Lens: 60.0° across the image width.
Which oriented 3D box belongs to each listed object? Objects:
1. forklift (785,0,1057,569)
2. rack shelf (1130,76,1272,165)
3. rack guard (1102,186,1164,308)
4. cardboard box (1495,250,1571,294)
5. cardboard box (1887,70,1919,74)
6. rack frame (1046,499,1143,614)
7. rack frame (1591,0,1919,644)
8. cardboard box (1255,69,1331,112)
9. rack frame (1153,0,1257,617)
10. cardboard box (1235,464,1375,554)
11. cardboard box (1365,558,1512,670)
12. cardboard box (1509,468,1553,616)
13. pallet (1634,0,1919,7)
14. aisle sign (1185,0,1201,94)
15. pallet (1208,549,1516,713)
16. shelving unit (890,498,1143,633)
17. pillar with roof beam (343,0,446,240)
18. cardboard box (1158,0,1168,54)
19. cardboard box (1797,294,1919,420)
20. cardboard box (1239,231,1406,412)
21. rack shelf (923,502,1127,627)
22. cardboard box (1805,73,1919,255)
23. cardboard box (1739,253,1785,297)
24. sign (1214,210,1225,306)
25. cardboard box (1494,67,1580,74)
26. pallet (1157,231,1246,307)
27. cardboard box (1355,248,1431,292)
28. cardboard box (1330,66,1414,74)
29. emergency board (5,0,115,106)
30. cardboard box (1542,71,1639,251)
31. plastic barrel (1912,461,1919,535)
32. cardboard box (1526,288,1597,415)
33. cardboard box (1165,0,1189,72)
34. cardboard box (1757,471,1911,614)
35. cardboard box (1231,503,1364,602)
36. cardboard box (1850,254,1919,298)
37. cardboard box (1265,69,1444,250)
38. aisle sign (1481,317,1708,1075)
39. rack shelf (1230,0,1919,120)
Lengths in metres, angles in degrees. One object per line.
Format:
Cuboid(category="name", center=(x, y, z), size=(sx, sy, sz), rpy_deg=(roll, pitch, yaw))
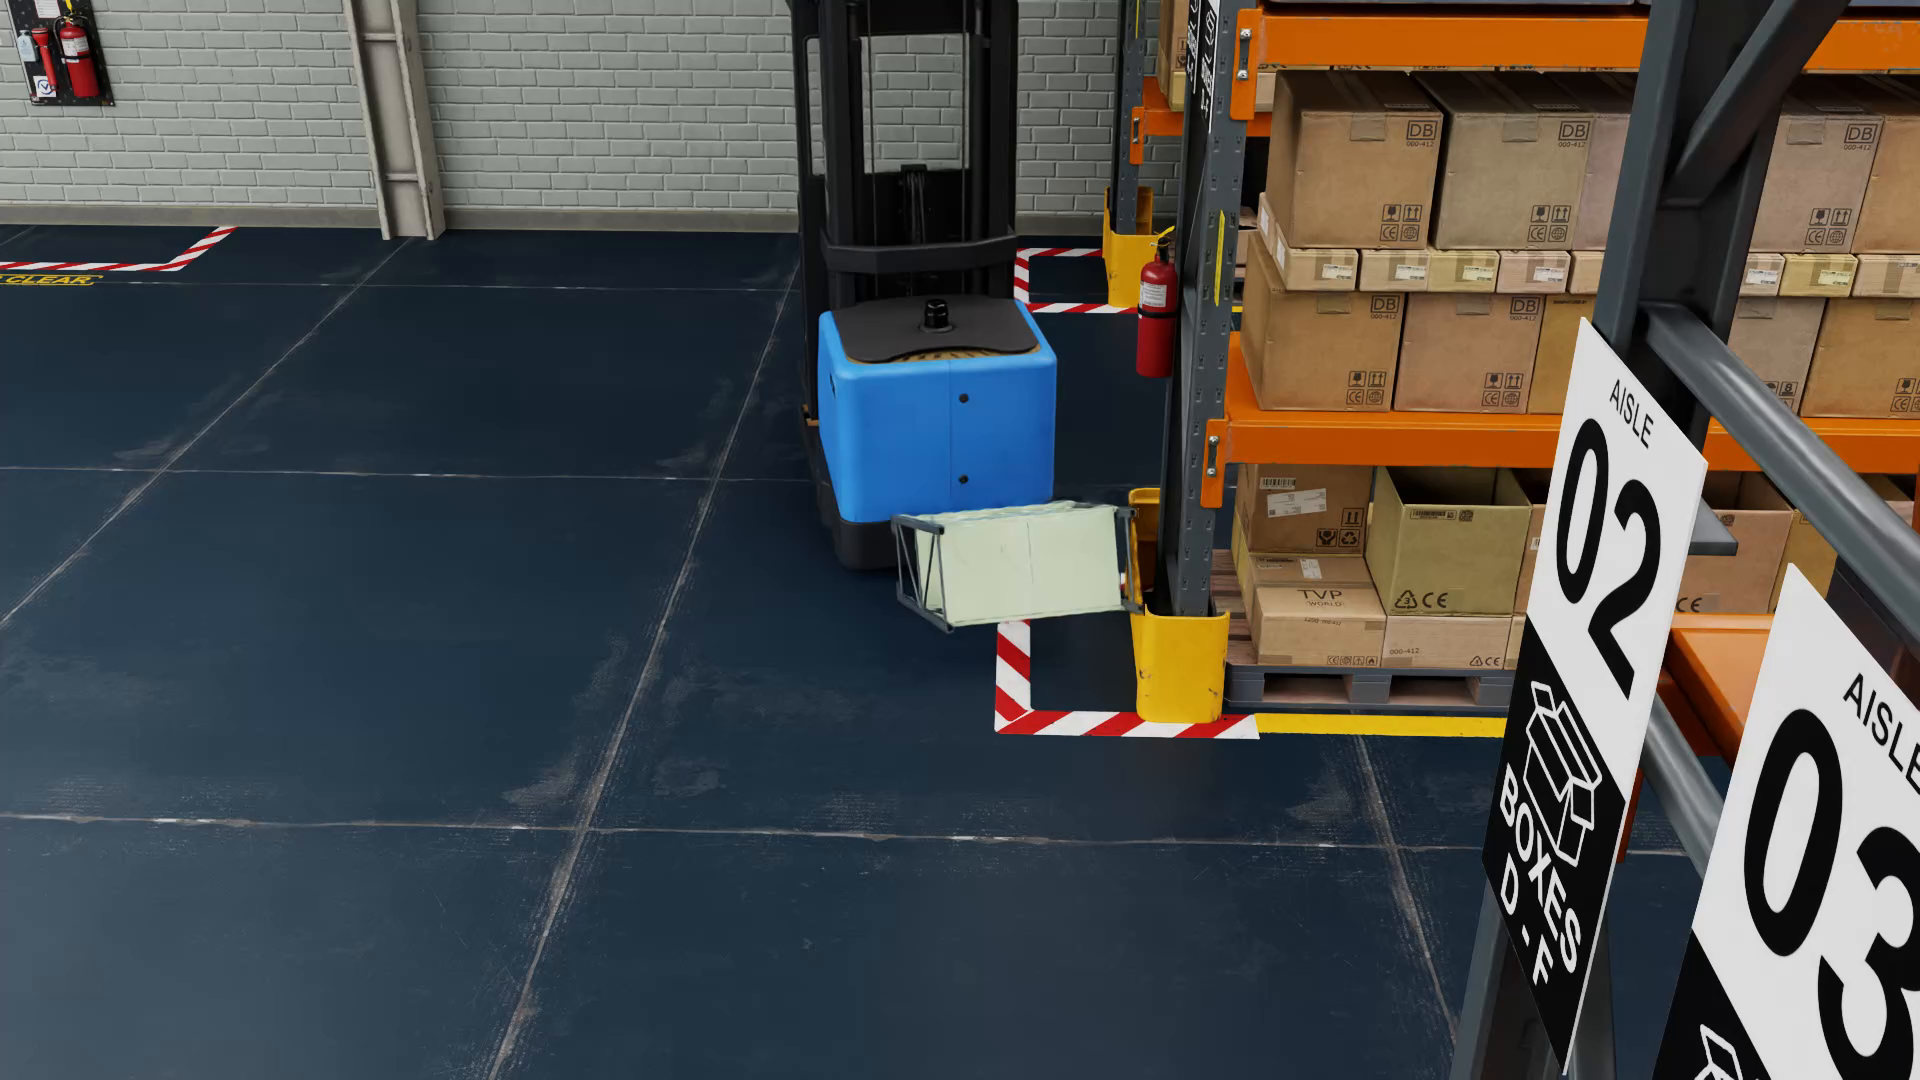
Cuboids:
Cuboid(category="forklift", center=(-0.306, -1.826, 8.566), size=(1.130, 2.935, 3.031), rpy_deg=(-5, 28, -9))
Cuboid(category="rack shelf", center=(3.120, -2.814, 11.124), size=(4.000, 0.370, 1.077), rpy_deg=(1, 28, 2))
Cuboid(category="rack guard", center=(1.198, -2.059, 11.601), size=(0.348, 0.500, 1.175), rpy_deg=(1, 28, 2))
Cuboid(category="cardboard box", center=(2.100, -1.057, 6.241), size=(0.250, 0.149, 0.380), rpy_deg=(1, 28, 1))
Cuboid(category="cardboard box", center=(6.185, -3.301, 10.697), size=(0.500, 0.500, 0.700), rpy_deg=(4, 28, 7))
Cuboid(category="rack frame", center=(0.547, 0.045, 7.021), size=(0.023, 0.400, 1.500), rpy_deg=(-5, 4, -9))
Cuboid(category="rack frame", center=(0.772, -1.178, 0.865), size=(0.127, 3.000, 1.000), rpy_deg=(1, 28, 2))
Cuboid(category="cardboard box", center=(2.118, -2.949, 10.749), size=(0.500, 0.250, 0.500), rpy_deg=(0, 28, 0))
Cuboid(category="rack frame", center=(0.951, -0.846, 6.644), size=(0.127, 3.000, 1.000), rpy_deg=(1, 28, 2))
Cuboid(category="cardboard box", center=(1.497, -0.279, 7.260), size=(0.500, 0.500, 0.500), rpy_deg=(1, 28, 2))
Cuboid(category="cardboard box", center=(1.978, 0.303, 6.964), size=(0.500, 0.250, 0.500), rpy_deg=(1, 28, 2))
Cuboid(category="cardboard box", center=(2.479, -0.026, 6.783), size=(0.500, 0.500, 0.500), rpy_deg=(1, 28, 2))
Cuboid(category="pallet", center=(2.879, -2.090, 5.882), size=(1.213, 0.211, 1.003), rpy_deg=(1, 28, 2))
Cuboid(category="aisle sign", center=(0.895, -2.133, 6.296), size=(0.004, 0.787, 0.394), rpy_deg=(1, 28, 2))
Cuboid(category="pallet", center=(1.716, 0.379, 7.310), size=(1.213, 0.211, 1.003), rpy_deg=(1, 28, 2))
Cuboid(category="shelving unit", center=(0.187, 0.079, 6.964), size=(0.755, 0.431, 1.500), rpy_deg=(-5, 4, -9))
Cuboid(category="pillar with roof beam", center=(-4.296, -4.293, 6.741), size=(0.400, 9.000, 9.100), rpy_deg=(1, 28, 2))
Cuboid(category="cardboard box", center=(1.600, -3.531, 11.046), size=(0.500, 0.500, 0.500), rpy_deg=(1, 28, 1))
Cuboid(category="cardboard box", center=(3.476, -0.845, 6.534), size=(0.500, 0.500, 0.700), rpy_deg=(1, 28, 3))
Cuboid(category="cardboard box", center=(1.417, -0.877, 6.595), size=(0.500, 0.500, 0.700), rpy_deg=(1, 28, 2))
Cuboid(category="rack shelf", center=(0.250, 0.097, 6.579), size=(0.720, 0.431, 0.370), rpy_deg=(-5, 4, -9))
Cuboid(category="cardboard box", center=(3.499, -1.418, 6.231), size=(0.500, 0.500, 0.700), rpy_deg=(1, 28, 2))
Cuboid(category="cardboard box", center=(2.871, -1.044, 6.217), size=(0.250, 0.149, 0.380), rpy_deg=(1, 28, 2))
Cuboid(category="sign", center=(0.925, -1.004, 5.933), size=(0.005, 0.325, 0.100), rpy_deg=(1, 28, 2))
Cuboid(category="cardboard box", center=(3.634, -3.255, 10.525), size=(0.500, 0.500, 0.500), rpy_deg=(0, 28, 0))
Cuboid(category="pallet", center=(2.008, -1.902, 11.612), size=(1.213, 0.211, 1.003), rpy_deg=(1, 28, 2))
Cuboid(category="cardboard box", center=(1.599, -1.067, 6.260), size=(0.250, 0.149, 0.380), rpy_deg=(0, 28, 0))
Cuboid(category="cardboard box", center=(2.598, -3.266, 10.547), size=(0.500, 0.500, 0.500), rpy_deg=(0, 28, 0))
Cuboid(category="emergency board", center=(-6.613, -3.716, 12.058), size=(0.643, 1.169, 0.194), rpy_deg=(1, 28, 2))
Cuboid(category="cardboard box", center=(2.499, -1.435, 6.262), size=(0.500, 0.500, 0.700), rpy_deg=(1, 28, 2))
Cuboid(category="plastic barrel", center=(1.262, -0.280, 1.466), size=(0.708, 0.830, 0.600), rpy_deg=(1, 28, 2))
Cuboid(category="cardboard box", center=(2.438, -0.859, 6.562), size=(0.500, 0.500, 0.700), rpy_deg=(1, 28, 2))
Cuboid(category="cardboard box", center=(1.588, -3.290, 10.593), size=(0.500, 0.500, 0.500), rpy_deg=(1, 28, 2))
Cuboid(category="cardboard box", center=(3.478, -0.008, 6.749), size=(0.500, 0.500, 0.500), rpy_deg=(1, 28, 2))
Cuboid(category="cardboard box", center=(1.497, 0.054, 7.434), size=(0.500, 0.250, 0.500), rpy_deg=(1, 28, 2))
Cuboid(category="cardboard box", center=(3.400, -1.037, 6.204), size=(0.250, 0.149, 0.380), rpy_deg=(2, 28, 3))
Cuboid(category="cardboard box", center=(1.470, -1.449, 6.289), size=(0.500, 0.500, 0.700), rpy_deg=(1, 28, 2))
Cuboid(category="aisle sign", center=(0.711, 0.183, 1.926), size=(0.004, 0.787, 0.394), rpy_deg=(1, 28, 2))
Cuboid(category="rack shelf", center=(2.949, -1.821, 6.047), size=(4.000, 0.370, 1.077), rpy_deg=(1, 28, 2))
